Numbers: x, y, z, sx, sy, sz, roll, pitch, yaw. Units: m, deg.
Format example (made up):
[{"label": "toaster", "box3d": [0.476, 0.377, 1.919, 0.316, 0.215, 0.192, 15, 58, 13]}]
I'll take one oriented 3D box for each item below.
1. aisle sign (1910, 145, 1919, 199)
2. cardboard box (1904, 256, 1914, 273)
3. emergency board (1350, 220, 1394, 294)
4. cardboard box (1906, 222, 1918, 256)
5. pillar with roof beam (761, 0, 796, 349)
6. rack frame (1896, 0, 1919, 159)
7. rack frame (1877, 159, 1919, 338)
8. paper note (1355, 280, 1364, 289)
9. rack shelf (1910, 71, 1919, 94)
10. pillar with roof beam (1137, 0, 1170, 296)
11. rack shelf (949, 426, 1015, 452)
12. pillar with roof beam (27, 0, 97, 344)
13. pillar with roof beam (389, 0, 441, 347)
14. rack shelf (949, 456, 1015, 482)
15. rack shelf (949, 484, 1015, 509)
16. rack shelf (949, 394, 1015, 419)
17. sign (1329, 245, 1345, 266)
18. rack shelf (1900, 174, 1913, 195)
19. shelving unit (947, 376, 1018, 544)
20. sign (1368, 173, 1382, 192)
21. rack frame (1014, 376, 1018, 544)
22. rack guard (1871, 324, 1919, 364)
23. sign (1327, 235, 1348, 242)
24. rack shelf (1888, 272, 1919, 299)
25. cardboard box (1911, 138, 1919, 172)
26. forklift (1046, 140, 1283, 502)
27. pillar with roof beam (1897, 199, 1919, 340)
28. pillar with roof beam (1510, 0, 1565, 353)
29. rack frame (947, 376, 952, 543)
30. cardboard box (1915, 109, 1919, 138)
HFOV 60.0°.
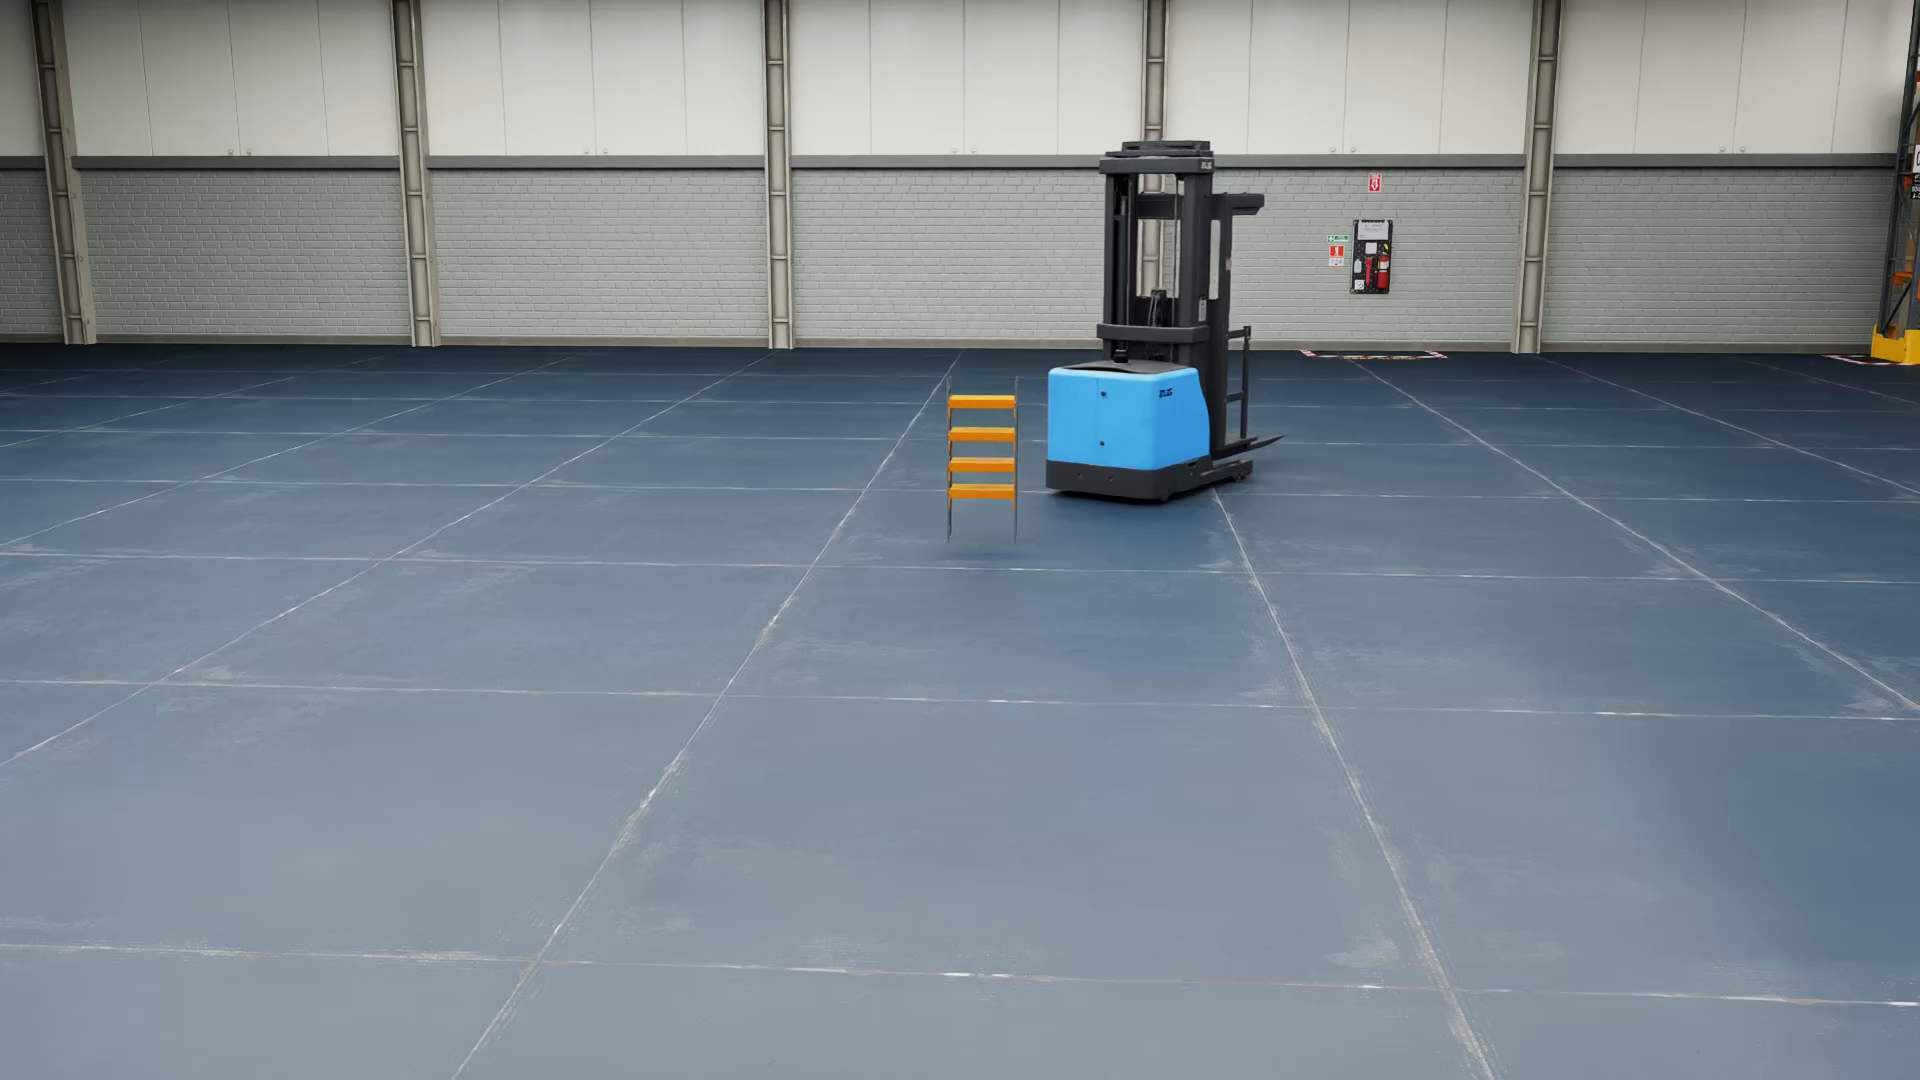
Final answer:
[{"label": "aisle sign", "box3d": [14.184, -5.435, 24.574, 0.004, 0.787, 0.394, 1, 12, 4]}, {"label": "cardboard box", "box3d": [14.755, -4.192, 25.301, 0.500, 0.250, 0.500, 1, 12, 5]}, {"label": "emergency board", "box3d": [6.583, -4.514, 26.519, 0.643, 1.169, 0.194, 1, 12, 4]}, {"label": "cardboard box", "box3d": [14.761, -4.563, 25.242, 0.500, 0.500, 0.500, 1, 12, 3]}, {"label": "pillar with roof beam", "box3d": [-3.215, -6.693, 22.286, 0.400, 9.000, 9.100, 1, 12, 4]}, {"label": "rack frame", "box3d": [14.276, -7.159, 24.515, 0.127, 3.000, 1.000, 1, 12, 4]}, {"label": "rack frame", "box3d": [14.276, -4.223, 25.129, 0.127, 3.000, 1.000, 1, 12, 4]}, {"label": "paper note", "box3d": [6.411, -4.099, 26.688, 0.142, 0.148, 0.016, 1, 12, 4]}, {"label": "rack shelf", "box3d": [16.272, -6.778, 24.458, 4.000, 0.370, 1.077, 1, 12, 4]}, {"label": "pillar with roof beam", "box3d": [2.772, -6.611, 21.894, 0.400, 9.000, 9.100, 1, 12, 4]}, {"label": "rack shelf", "box3d": [0.165, -0.738, 12.102, 0.480, 0.148, 0.258, 1, 12, 4]}, {"label": "pillar with roof beam", "box3d": [-15.188, -6.857, 23.071, 0.400, 9.000, 9.100, 1, 12, 4]}, {"label": "pillar with roof beam", "box3d": [-9.202, -6.775, 22.679, 0.400, 9.000, 9.100, 1, 12, 4]}, {"label": "rack shelf", "box3d": [0.165, -0.519, 12.148, 0.480, 0.148, 0.258, 1, 12, 4]}, {"label": "rack shelf", "box3d": [0.165, -0.325, 12.189, 0.480, 0.148, 0.258, 1, 12, 4]}, {"label": "rack shelf", "box3d": [0.165, -0.970, 12.054, 0.480, 0.148, 0.258, 1, 12, 4]}, {"label": "sign", "box3d": [6.038, -4.560, 26.652, 0.234, 0.329, 0.001, 1, 12, 4]}, {"label": "rack shelf", "box3d": [16.272, -5.311, 24.764, 4.000, 0.370, 1.077, 1, 12, 4]}, {"label": "shelving unit", "box3d": [0.165, -0.585, 12.134, 0.503, 1.200, 0.258, 1, 12, 4]}, {"label": "sign", "box3d": [6.581, -5.669, 26.380, 0.199, 0.298, 0.001, 1, 12, 4]}, {"label": "rack frame", "box3d": [0.409, -0.582, 12.118, 0.015, 1.200, 0.240, 1, 12, 4]}, {"label": "rack guard", "box3d": [14.352, -2.998, 25.380, 0.348, 0.500, 1.175, 1, 12, 4]}, {"label": "sign", "box3d": [6.042, -4.817, 26.589, 0.331, 0.109, 0.001, 1, 12, 4]}, {"label": "rack shelf", "box3d": [16.272, -3.843, 25.072, 4.000, 0.370, 1.077, 1, 12, 4]}, {"label": "cardboard box", "box3d": [14.709, -5.796, 25.029, 0.500, 0.500, 0.500, 2, 12, 8]}, {"label": "forklift", "box3d": [1.974, -2.003, 14.684, 1.130, 2.935, 3.031, 8, 14, 34]}, {"label": "pillar with roof beam", "box3d": [14.745, -6.447, 21.109, 0.400, 9.000, 9.100, 1, 12, 4]}, {"label": "pillar with roof beam", "box3d": [8.758, -6.529, 21.502, 0.400, 9.000, 9.100, 1, 12, 4]}, {"label": "rack frame", "box3d": [-0.078, -0.588, 12.150, 0.015, 1.200, 0.240, 1, 12, 4]}, {"label": "cardboard box", "box3d": [14.724, -6.287, 24.934, 0.500, 0.500, 0.500, 1, 12, 6]}]
